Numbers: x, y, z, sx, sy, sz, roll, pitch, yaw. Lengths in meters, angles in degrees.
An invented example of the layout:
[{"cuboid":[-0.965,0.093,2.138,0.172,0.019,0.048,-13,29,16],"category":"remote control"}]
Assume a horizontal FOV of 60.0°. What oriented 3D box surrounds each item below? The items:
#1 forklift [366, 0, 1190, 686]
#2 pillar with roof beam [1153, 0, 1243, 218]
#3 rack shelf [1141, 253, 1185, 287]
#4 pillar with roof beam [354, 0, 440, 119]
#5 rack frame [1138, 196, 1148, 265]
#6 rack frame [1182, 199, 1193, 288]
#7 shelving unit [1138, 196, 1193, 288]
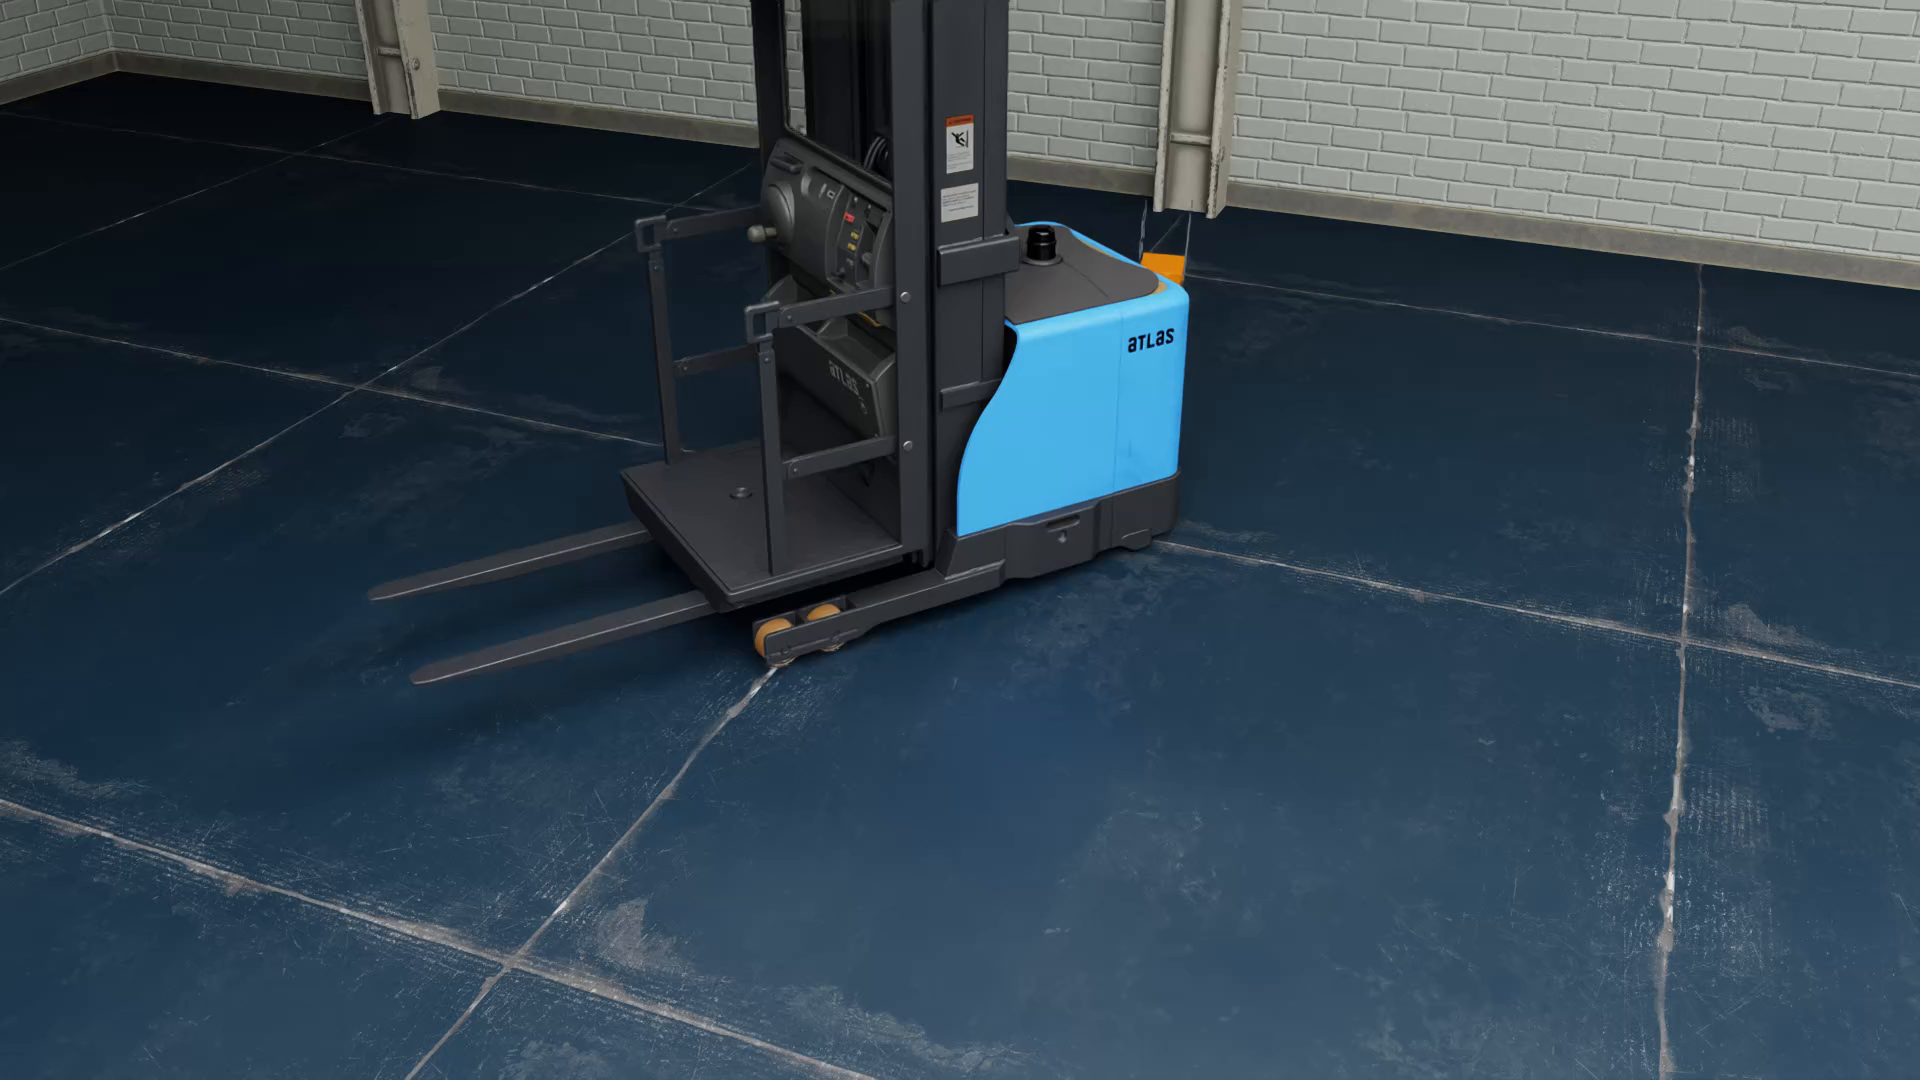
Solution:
[{"cuboid":[-0.654,-1.123,5.758,3.031,2.935,1.130,-16,33,-26],"category":"forklift"},{"cuboid":[-0.175,-4.044,4.760,0.400,9.000,9.100,11,31,19],"category":"pillar with roof beam"},{"cuboid":[0.824,-1.089,6.802,0.180,0.103,0.258,6,28,7],"category":"rack shelf"},{"cuboid":[-5.735,-5.154,6.724,0.400,9.000,9.100,11,31,19],"category":"pillar with roof beam"},{"cuboid":[0.722,-0.820,6.961,0.006,1.200,0.240,6,28,7],"category":"rack frame"},{"cuboid":[0.902,-0.801,6.938,0.006,1.200,0.240,6,28,7],"category":"rack frame"},{"cuboid":[0.812,-0.810,6.949,0.189,1.200,0.258,6,28,7],"category":"shelving unit"}]
